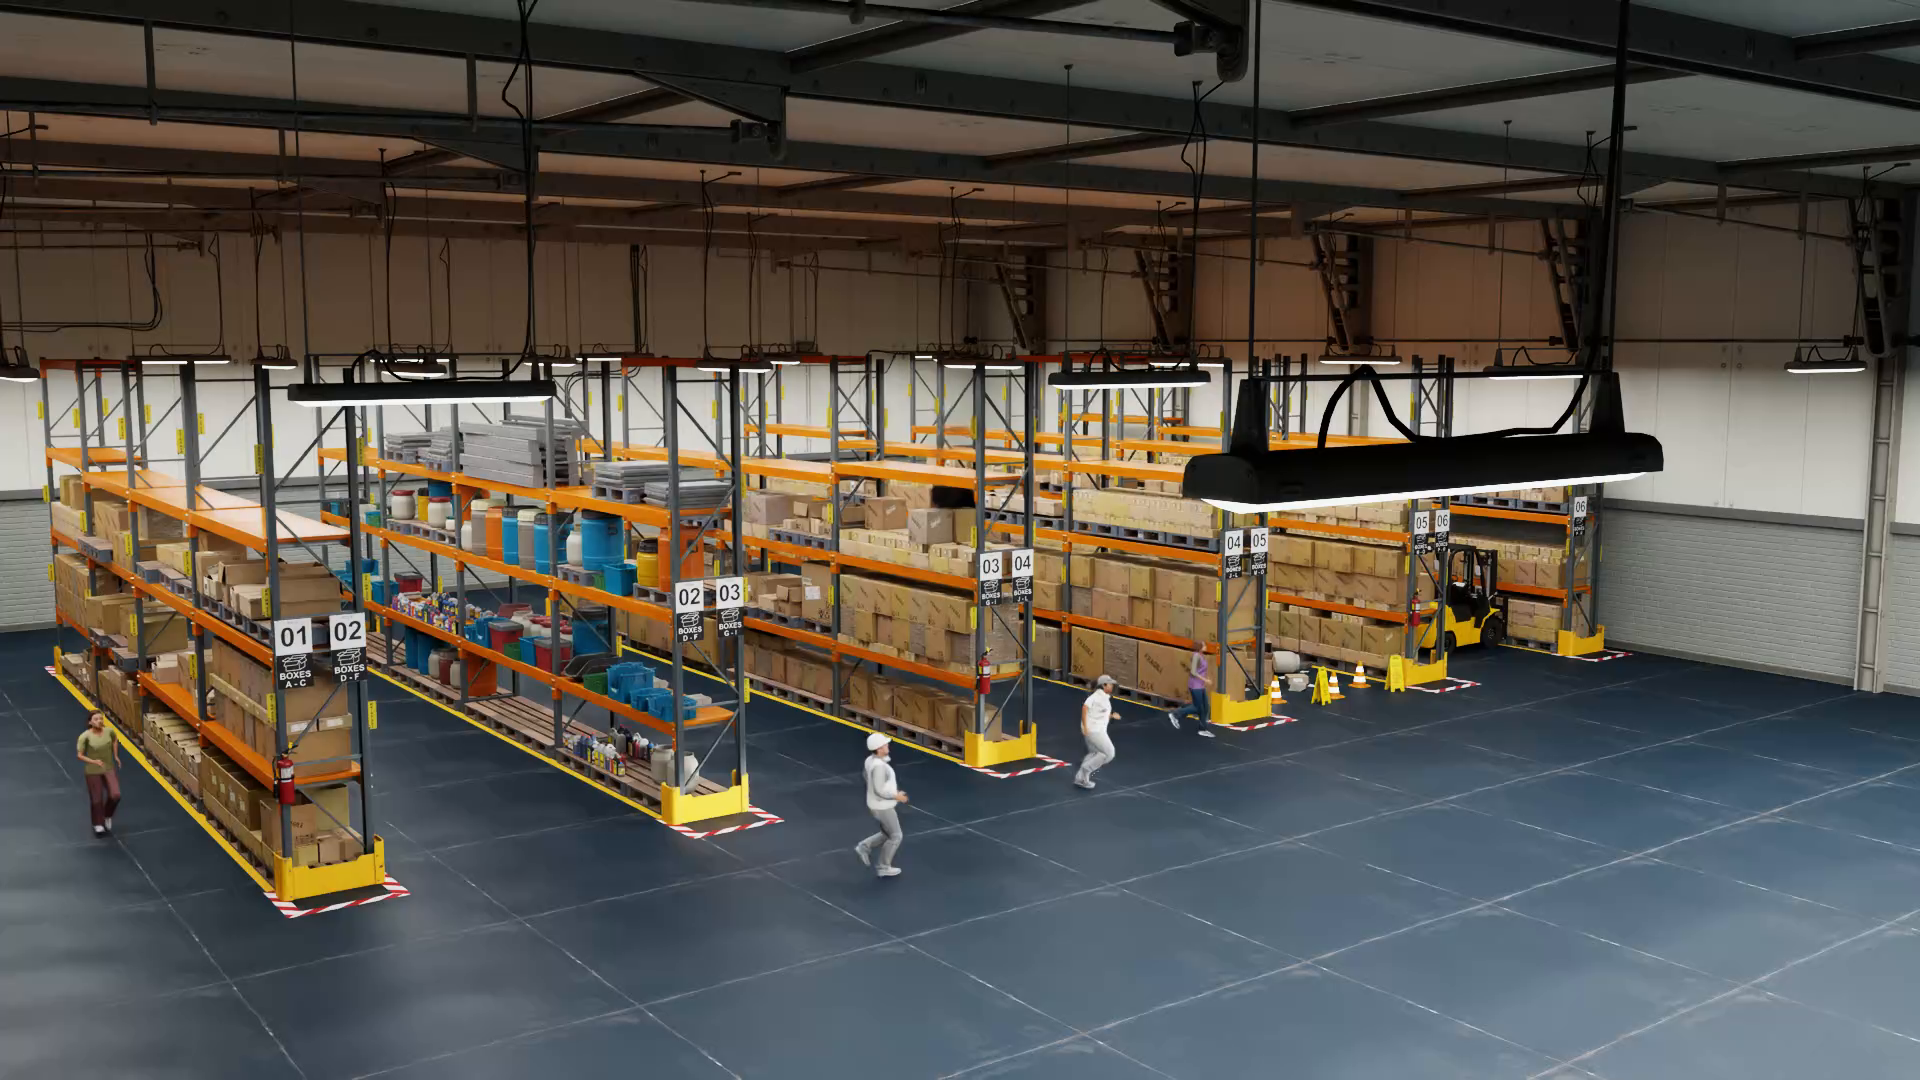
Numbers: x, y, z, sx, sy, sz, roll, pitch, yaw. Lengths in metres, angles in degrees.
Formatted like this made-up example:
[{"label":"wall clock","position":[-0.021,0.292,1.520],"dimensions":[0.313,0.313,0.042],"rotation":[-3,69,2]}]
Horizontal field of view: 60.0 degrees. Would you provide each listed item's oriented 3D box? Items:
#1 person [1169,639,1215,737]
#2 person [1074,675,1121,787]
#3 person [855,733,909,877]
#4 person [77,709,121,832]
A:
[{"label":"person","position":[3.748,2.367,26.690],"dimensions":[0.725,1.589,0.545],"rotation":[2,7,16]},{"label":"person","position":[1.954,2.703,23.566],"dimensions":[0.665,1.604,0.571],"rotation":[0,7,3]},{"label":"person","position":[-0.928,3.123,19.651],"dimensions":[0.609,1.722,0.657],"rotation":[-1,7,-12]},{"label":"person","position":[-10.989,2.963,21.282],"dimensions":[0.553,1.627,0.676],"rotation":[-7,10,-44]}]
